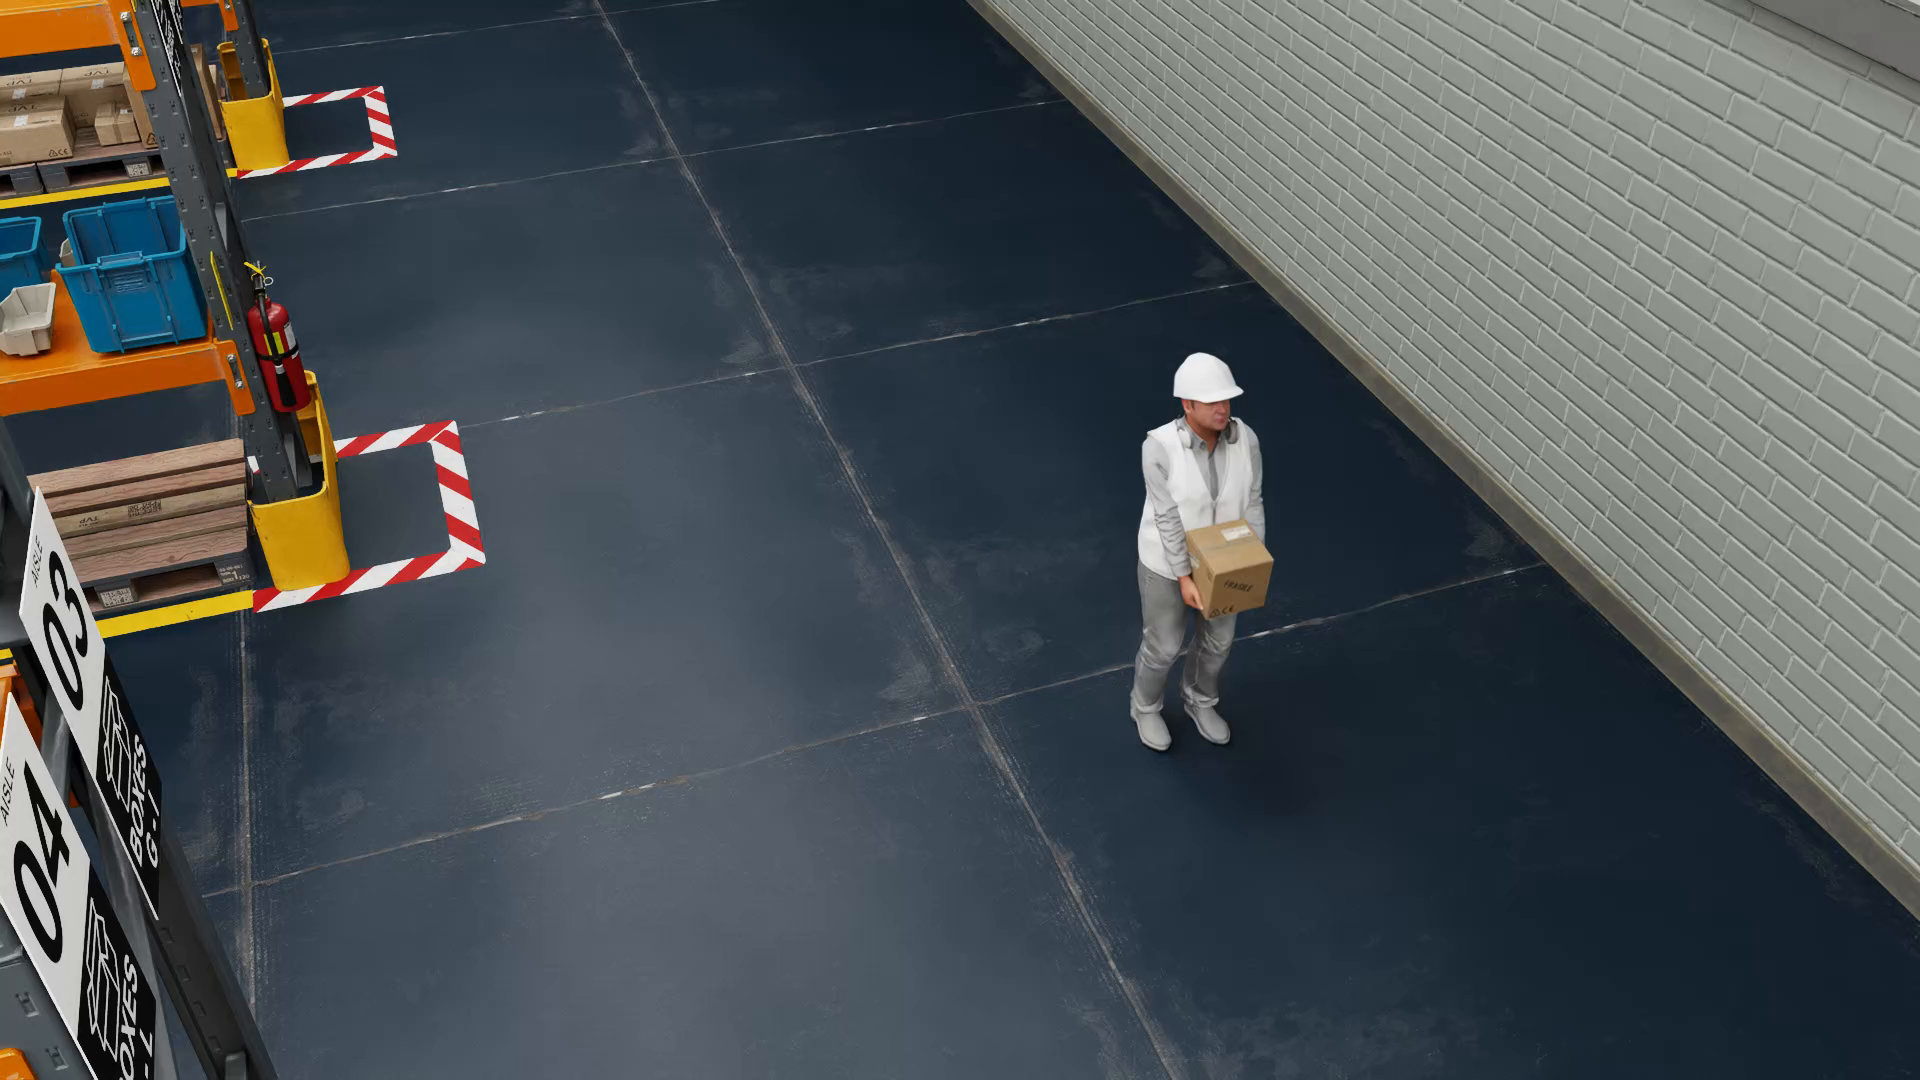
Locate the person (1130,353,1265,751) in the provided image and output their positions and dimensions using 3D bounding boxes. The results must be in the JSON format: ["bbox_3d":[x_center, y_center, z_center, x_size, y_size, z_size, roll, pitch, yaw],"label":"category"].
[{"bbox_3d":[0.973,0.110,6.628,0.494,1.762,0.556,-12,39,-16],"label":"person"}]
